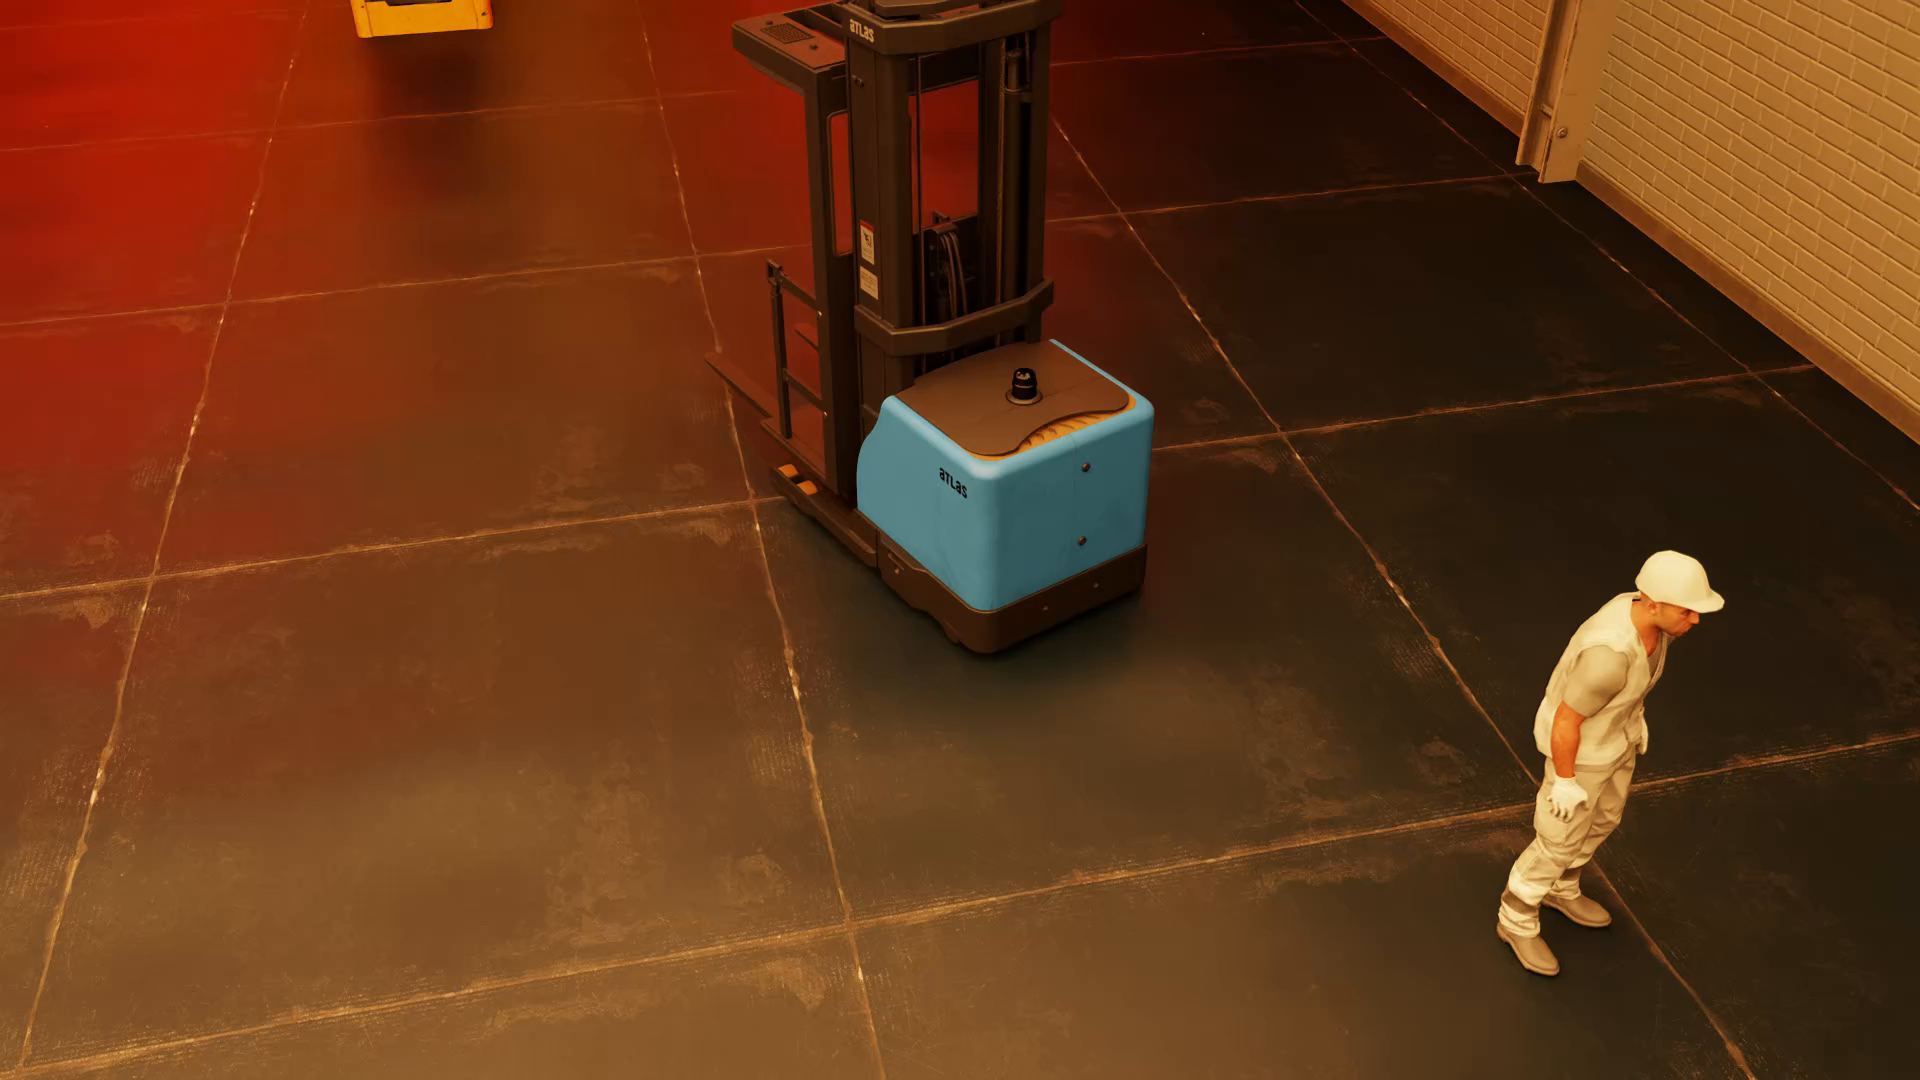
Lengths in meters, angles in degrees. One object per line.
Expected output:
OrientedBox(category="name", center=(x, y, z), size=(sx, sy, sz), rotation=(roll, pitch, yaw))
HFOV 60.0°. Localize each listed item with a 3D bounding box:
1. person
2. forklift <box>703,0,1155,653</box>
OrientedBox(category="person", center=(2.302, 0.764, 5.979), size=(0.612, 1.778, 0.451), rotation=(-29, 45, -34))
OrientedBox(category="forklift", center=(-0.350, -1.480, 8.107), size=(1.130, 2.935, 3.031), rotation=(-22, 41, -28))
